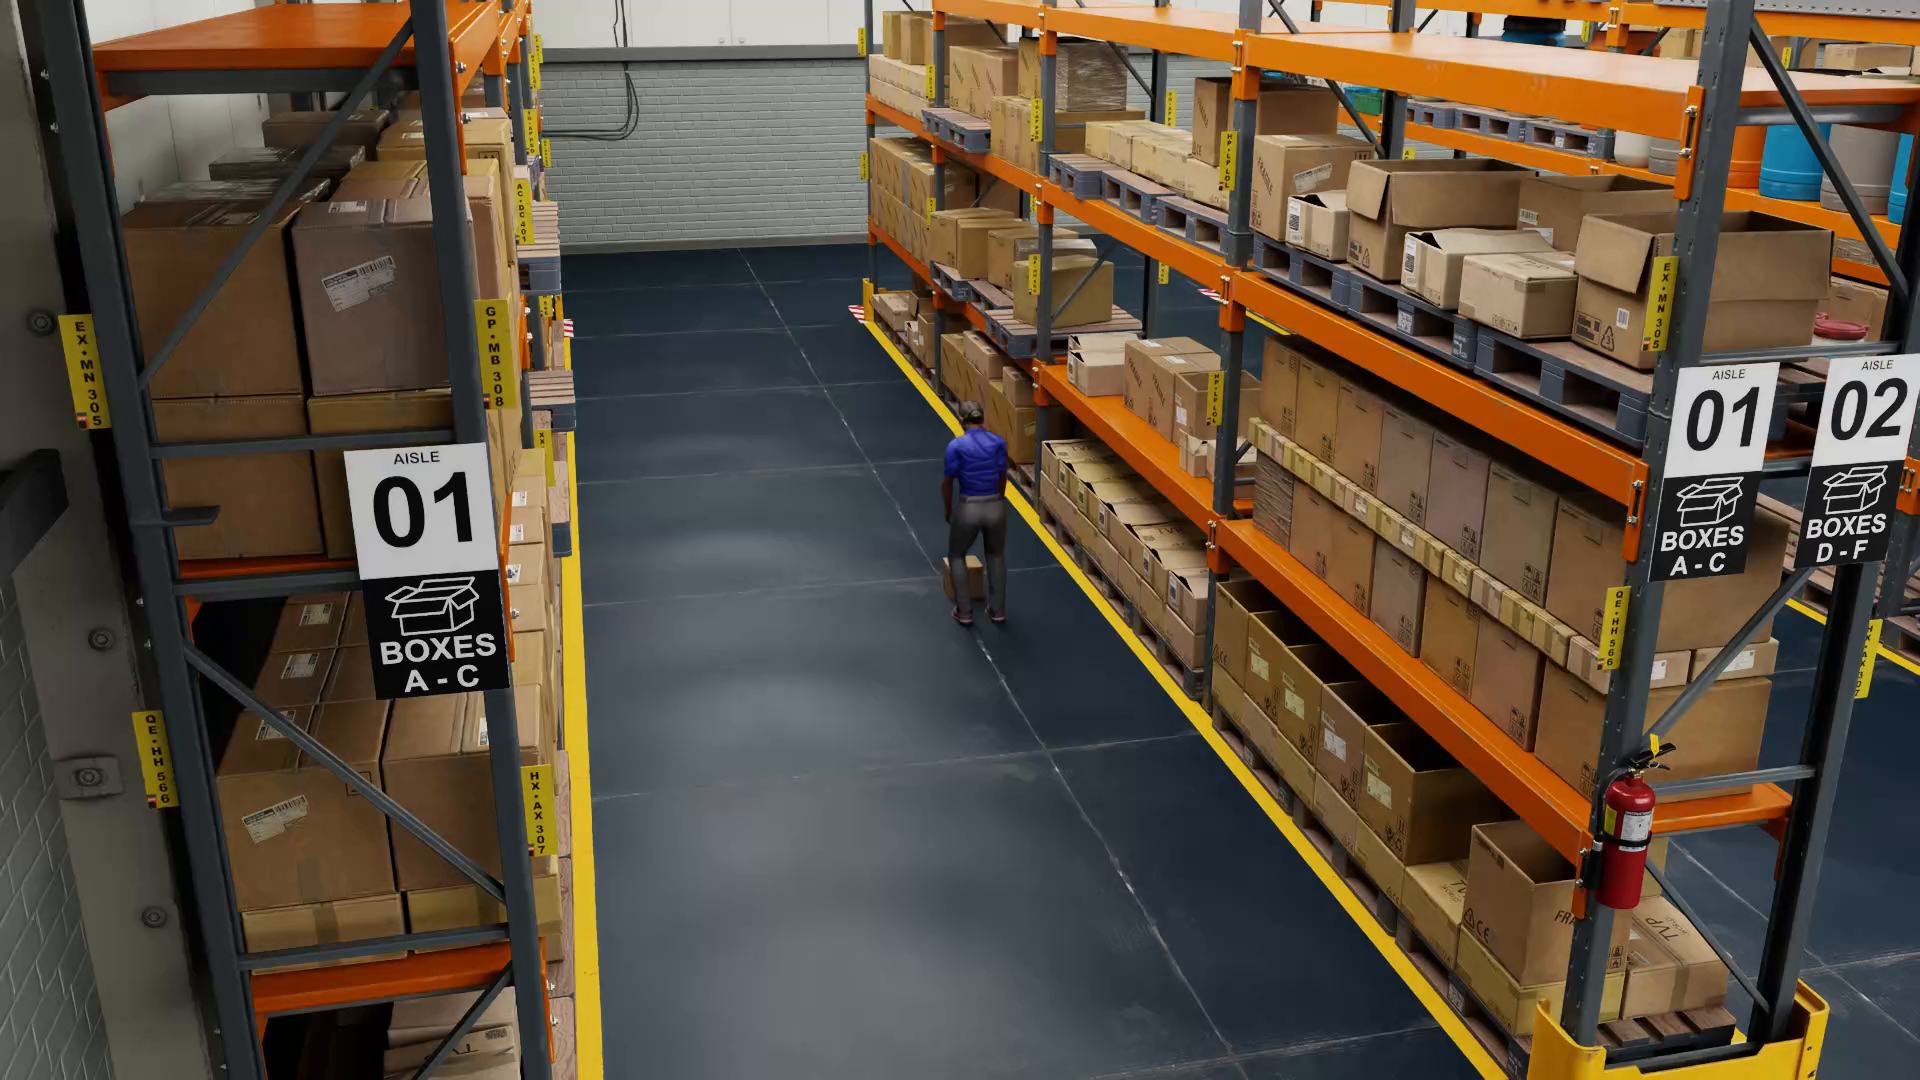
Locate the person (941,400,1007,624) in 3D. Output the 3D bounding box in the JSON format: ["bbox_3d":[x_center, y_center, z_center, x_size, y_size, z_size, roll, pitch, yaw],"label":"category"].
[{"bbox_3d":[0.103,-0.180,11.703,0.465,1.588,0.411,-4,20,-10],"label":"person"}]
